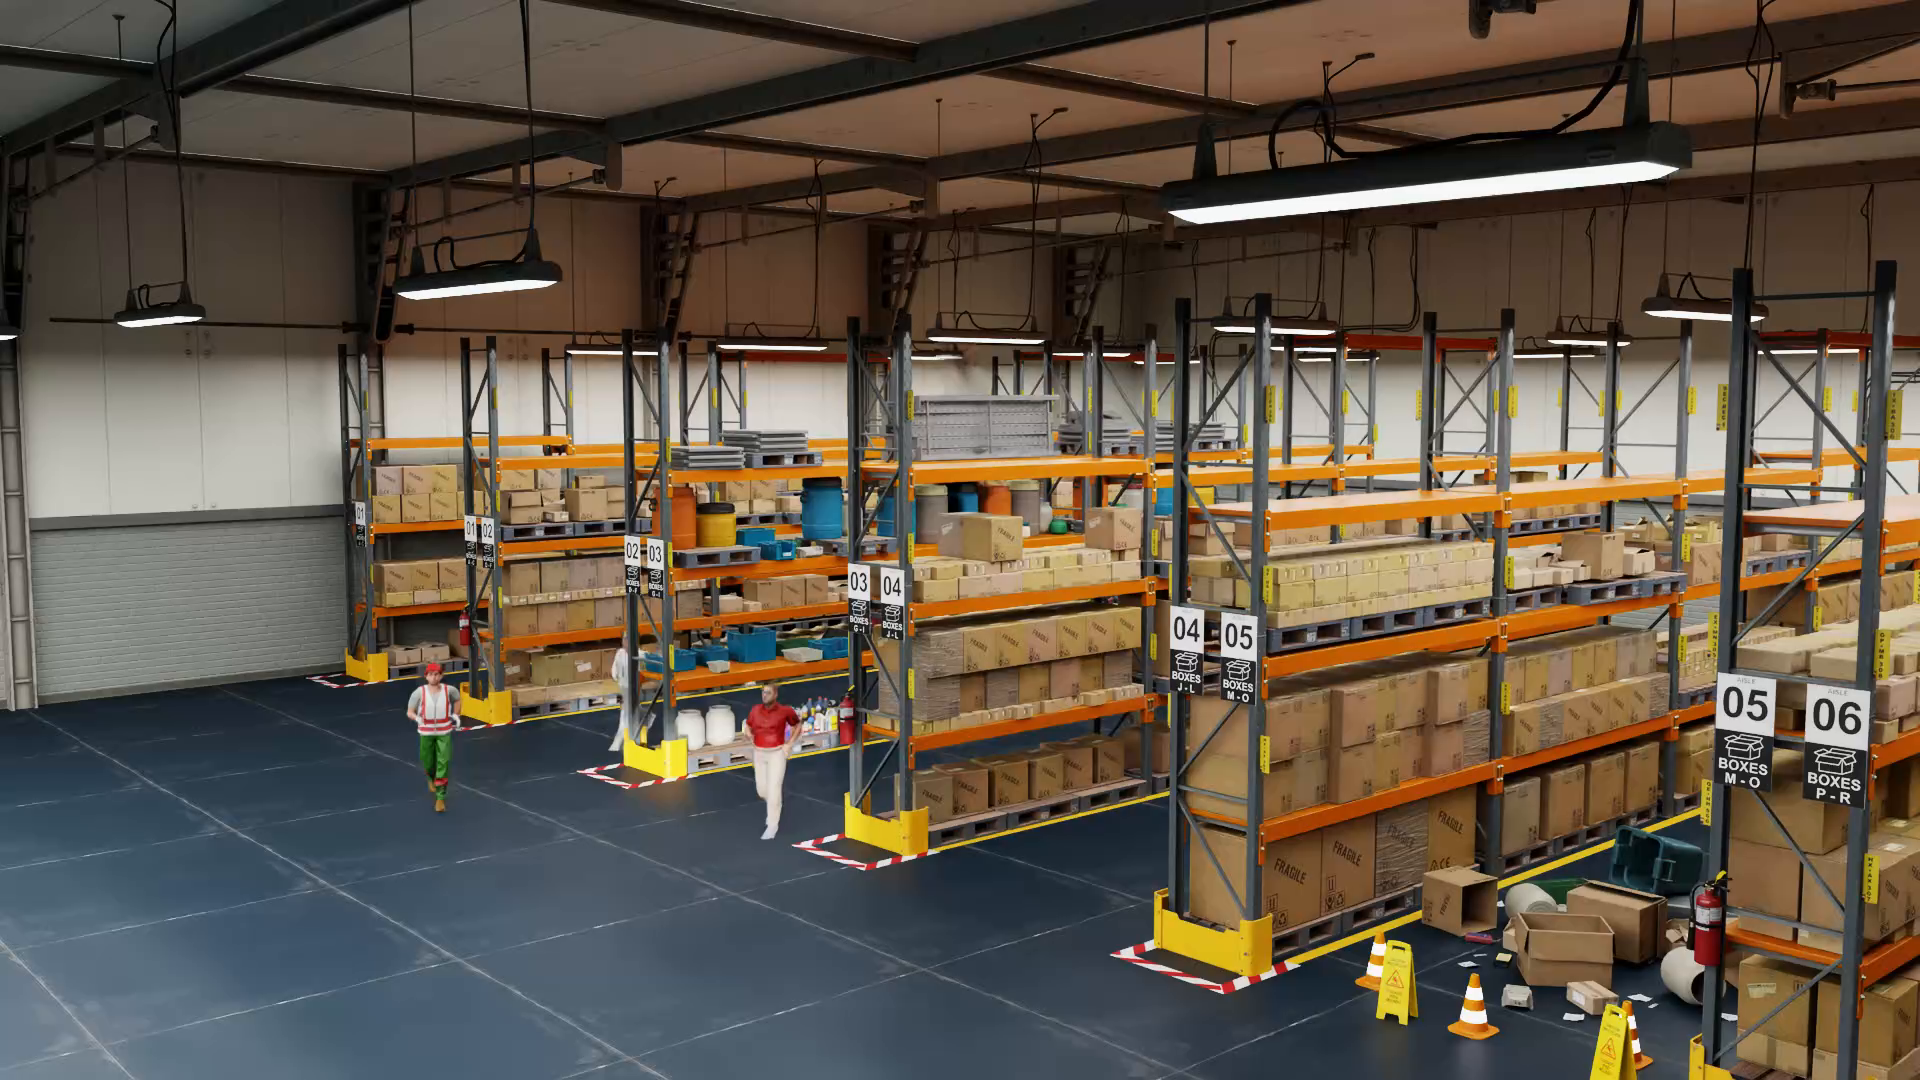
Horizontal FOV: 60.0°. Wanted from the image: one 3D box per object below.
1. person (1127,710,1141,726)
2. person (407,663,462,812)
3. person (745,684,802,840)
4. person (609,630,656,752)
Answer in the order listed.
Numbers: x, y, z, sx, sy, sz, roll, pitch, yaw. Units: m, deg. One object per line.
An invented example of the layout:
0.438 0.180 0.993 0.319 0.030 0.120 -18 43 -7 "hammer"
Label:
2.580 2.116 24.777 0.589 1.651 0.614 -5 7 -44 "person"
-6.512 2.410 20.646 0.656 1.780 0.979 -2 5 -18 "person"
-2.229 2.569 19.530 0.665 1.774 0.826 2 5 20 "person"
-4.820 2.155 24.323 0.581 1.708 1.095 3 6 32 "person"
